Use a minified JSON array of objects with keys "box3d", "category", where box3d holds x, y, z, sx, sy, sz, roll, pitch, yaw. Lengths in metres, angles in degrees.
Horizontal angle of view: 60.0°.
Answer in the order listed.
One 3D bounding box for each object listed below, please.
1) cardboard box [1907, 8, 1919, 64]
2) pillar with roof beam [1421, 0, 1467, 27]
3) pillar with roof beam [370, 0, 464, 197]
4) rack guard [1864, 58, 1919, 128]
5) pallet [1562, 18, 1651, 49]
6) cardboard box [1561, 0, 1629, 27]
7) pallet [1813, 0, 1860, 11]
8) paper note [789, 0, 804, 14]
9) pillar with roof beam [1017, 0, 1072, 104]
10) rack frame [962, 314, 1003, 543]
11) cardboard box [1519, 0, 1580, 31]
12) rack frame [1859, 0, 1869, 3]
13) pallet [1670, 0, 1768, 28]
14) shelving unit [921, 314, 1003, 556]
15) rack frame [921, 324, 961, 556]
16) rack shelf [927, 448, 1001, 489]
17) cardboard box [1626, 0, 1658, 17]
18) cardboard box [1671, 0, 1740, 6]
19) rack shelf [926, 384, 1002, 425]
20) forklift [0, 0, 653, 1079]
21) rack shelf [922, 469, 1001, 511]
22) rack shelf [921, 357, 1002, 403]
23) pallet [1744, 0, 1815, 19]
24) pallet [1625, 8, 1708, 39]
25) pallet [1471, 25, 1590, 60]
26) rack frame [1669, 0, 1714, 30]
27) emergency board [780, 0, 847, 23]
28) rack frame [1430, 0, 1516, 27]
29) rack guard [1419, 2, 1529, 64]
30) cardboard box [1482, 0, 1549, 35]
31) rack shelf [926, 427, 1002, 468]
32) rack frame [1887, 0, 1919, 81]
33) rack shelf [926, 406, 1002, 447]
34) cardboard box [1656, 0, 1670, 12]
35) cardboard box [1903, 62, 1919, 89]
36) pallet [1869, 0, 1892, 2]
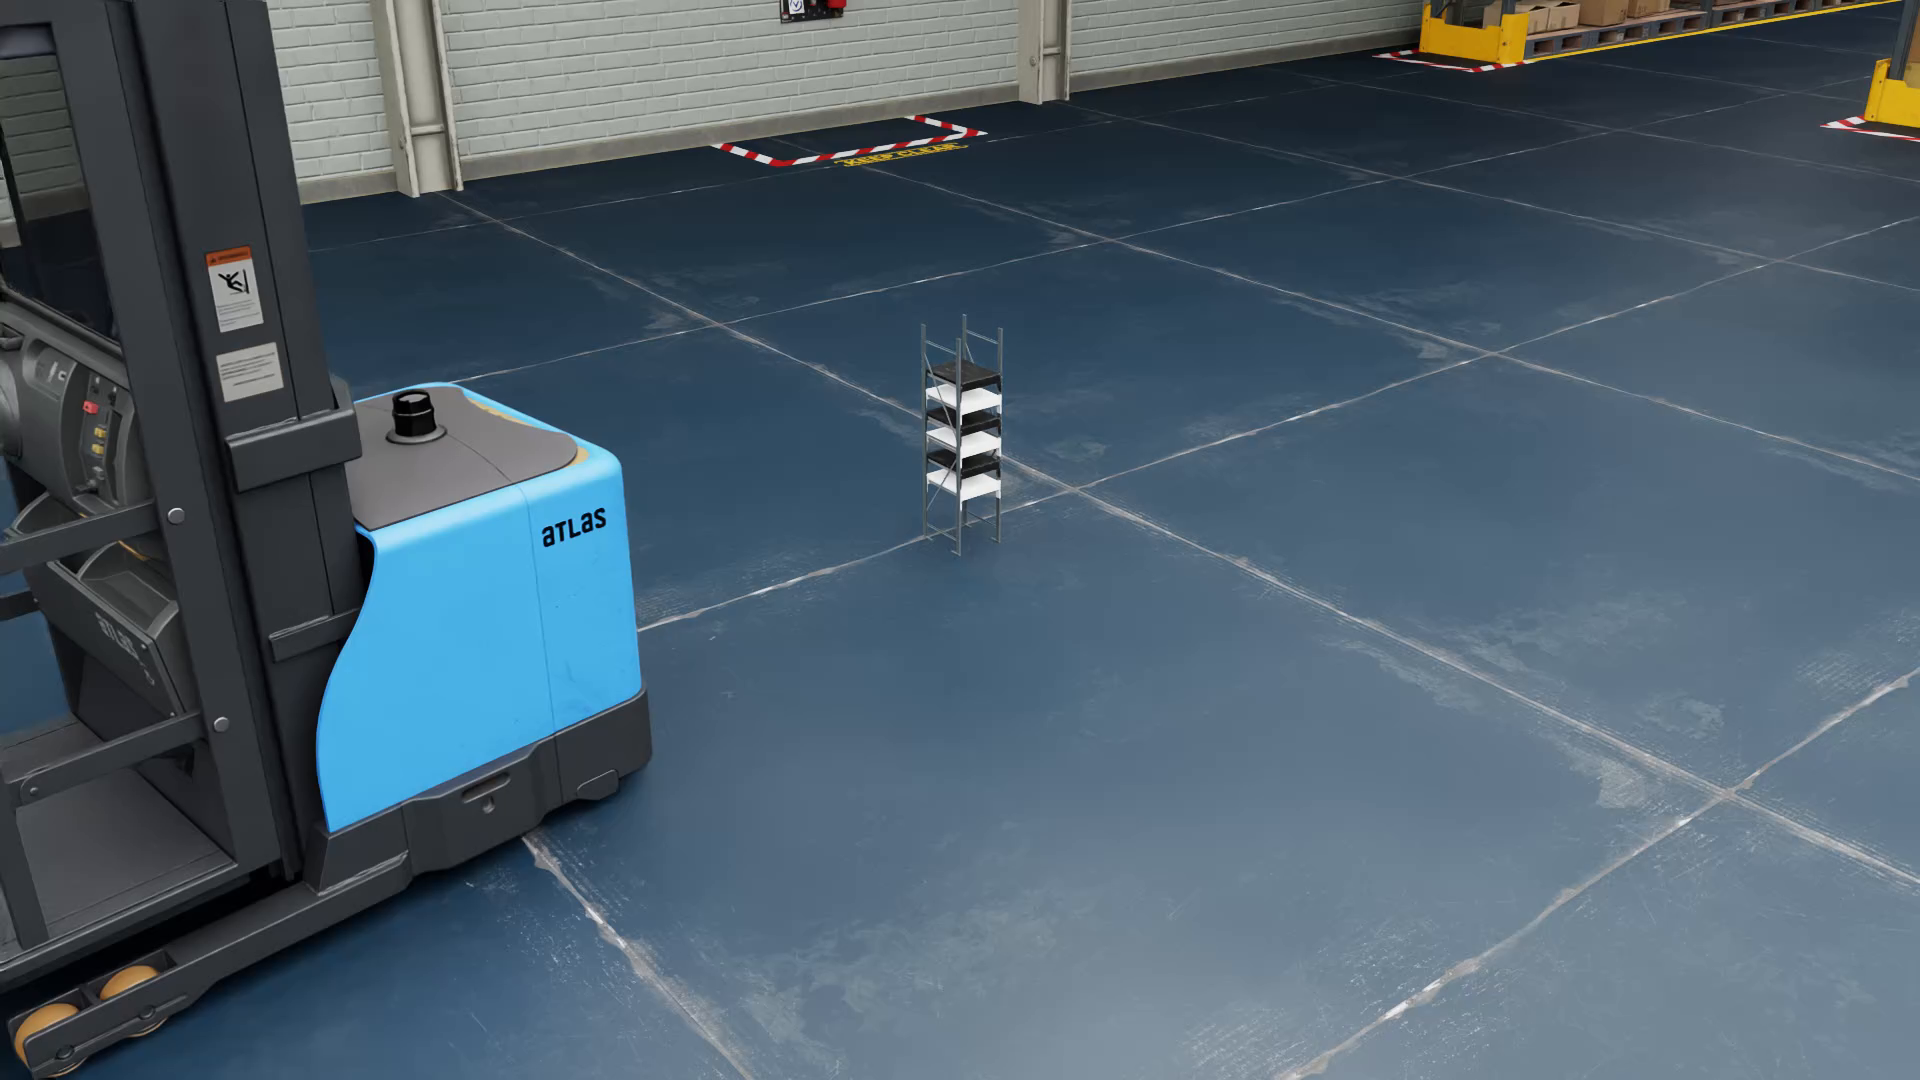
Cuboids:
[{"box3d":[8.789,-4.492,14.742,0.500,0.500,0.500,-18,31,-34],"category":"cardboard box"},{"box3d":[8.165,-8.374,14.104,0.400,9.000,9.100,-18,31,-34],"category":"pillar with roof beam"},{"box3d":[-1.278,-5.257,7.388,0.400,9.000,9.100,-18,31,-34],"category":"pillar with roof beam"},{"box3d":[8.532,-3.830,14.410,0.348,0.500,1.175,-18,31,-34],"category":"rack guard"},{"box3d":[7.172,-5.880,19.169,1.213,0.211,1.003,-18,31,-34],"category":"pallet"},{"box3d":[7.148,-6.148,18.881,0.500,0.500,0.700,-21,32,-37],"category":"cardboard box"},{"box3d":[11.171,-7.221,22.059,1.213,0.211,1.003,-18,31,-34],"category":"pallet"},{"box3d":[-1.363,-4.468,13.861,0.142,0.148,0.016,-18,31,-34],"category":"paper note"},{"box3d":[3.443,-6.815,10.746,0.400,9.000,9.100,-18,31,-34],"category":"pillar with roof beam"},{"box3d":[0.086,-0.437,6.622,0.006,0.900,0.240,-18,31,-34],"category":"rack frame"},{"box3d":[6.540,-5.889,18.546,0.500,0.311,0.500,-15,29,-30],"category":"cardboard box"},{"box3d":[11.787,-8.689,21.908,0.127,3.000,1.000,-18,31,-34],"category":"rack frame"},{"box3d":[9.251,-6.588,20.693,1.213,0.211,1.003,-18,31,-34],"category":"pallet"},{"box3d":[0.006,-0.410,6.565,0.210,0.900,0.258,-18,31,-34],"category":"shelving unit"},{"box3d":[-0.074,-0.384,6.508,0.006,0.900,0.240,-18,31,-34],"category":"rack frame"},{"box3d":[0.006,-0.298,6.617,0.200,0.077,0.258,-18,31,-34],"category":"rack shelf"},{"box3d":[7.847,-6.433,19.494,0.500,0.500,0.500,-21,32,-38],"category":"cardboard box"},{"box3d":[9.208,-6.912,20.527,0.500,0.500,0.700,-17,30,-32],"category":"cardboard box"},{"box3d":[0.006,-0.543,6.503,0.200,0.077,0.258,-18,31,-34],"category":"rack shelf"},{"box3d":[-2.332,-0.290,3.892,1.130,2.935,3.031,22,33,39],"category":"forklift"},{"box3d":[0.006,-0.217,6.655,0.200,0.077,0.258,-18,31,-34],"category":"rack shelf"},{"box3d":[0.006,-0.625,6.465,0.200,0.077,0.258,-18,31,-34],"category":"rack shelf"},{"box3d":[10.211,-6.906,21.380,1.213,0.211,1.003,-18,31,-34],"category":"pallet"},{"box3d":[8.132,-6.199,19.855,1.213,0.211,1.003,-18,31,-34],"category":"pallet"},{"box3d":[6.212,-5.565,18.490,1.213,0.211,1.003,-18,31,-34],"category":"pallet"},{"box3d":[8.639,-7.650,19.670,0.127,3.000,1.000,-18,31,-34],"category":"rack frame"},{"box3d":[-1.181,-4.891,13.726,0.643,1.169,0.194,-18,31,-34],"category":"emergency board"},{"box3d":[5.491,-6.611,17.431,0.127,3.000,1.000,-18,31,-34],"category":"rack frame"},{"box3d":[5.551,-5.496,17.999,0.348,0.500,1.175,-18,31,-34],"category":"rack guard"},{"box3d":[6.091,-5.740,18.227,0.500,0.311,0.500,-23,33,-40],"category":"cardboard box"},{"box3d":[0.006,-0.380,6.579,0.200,0.077,0.258,-18,31,-34],"category":"rack shelf"},{"box3d":[8.551,-4.971,13.897,0.127,3.000,1.000,-18,31,-34],"category":"rack frame"},{"box3d":[0.006,-0.462,6.541,0.200,0.077,0.258,-18,31,-34],"category":"rack shelf"},{"box3d":[8.237,-6.415,19.853,0.380,0.166,0.250,22,33,39],"category":"cardboard box"},{"box3d":[8.791,-4.151,14.898,0.500,0.250,0.500,-18,31,-34],"category":"cardboard box"},{"box3d":[12.454,-7.604,22.883,1.213,0.211,1.003,-18,31,-34],"category":"pallet"}]
